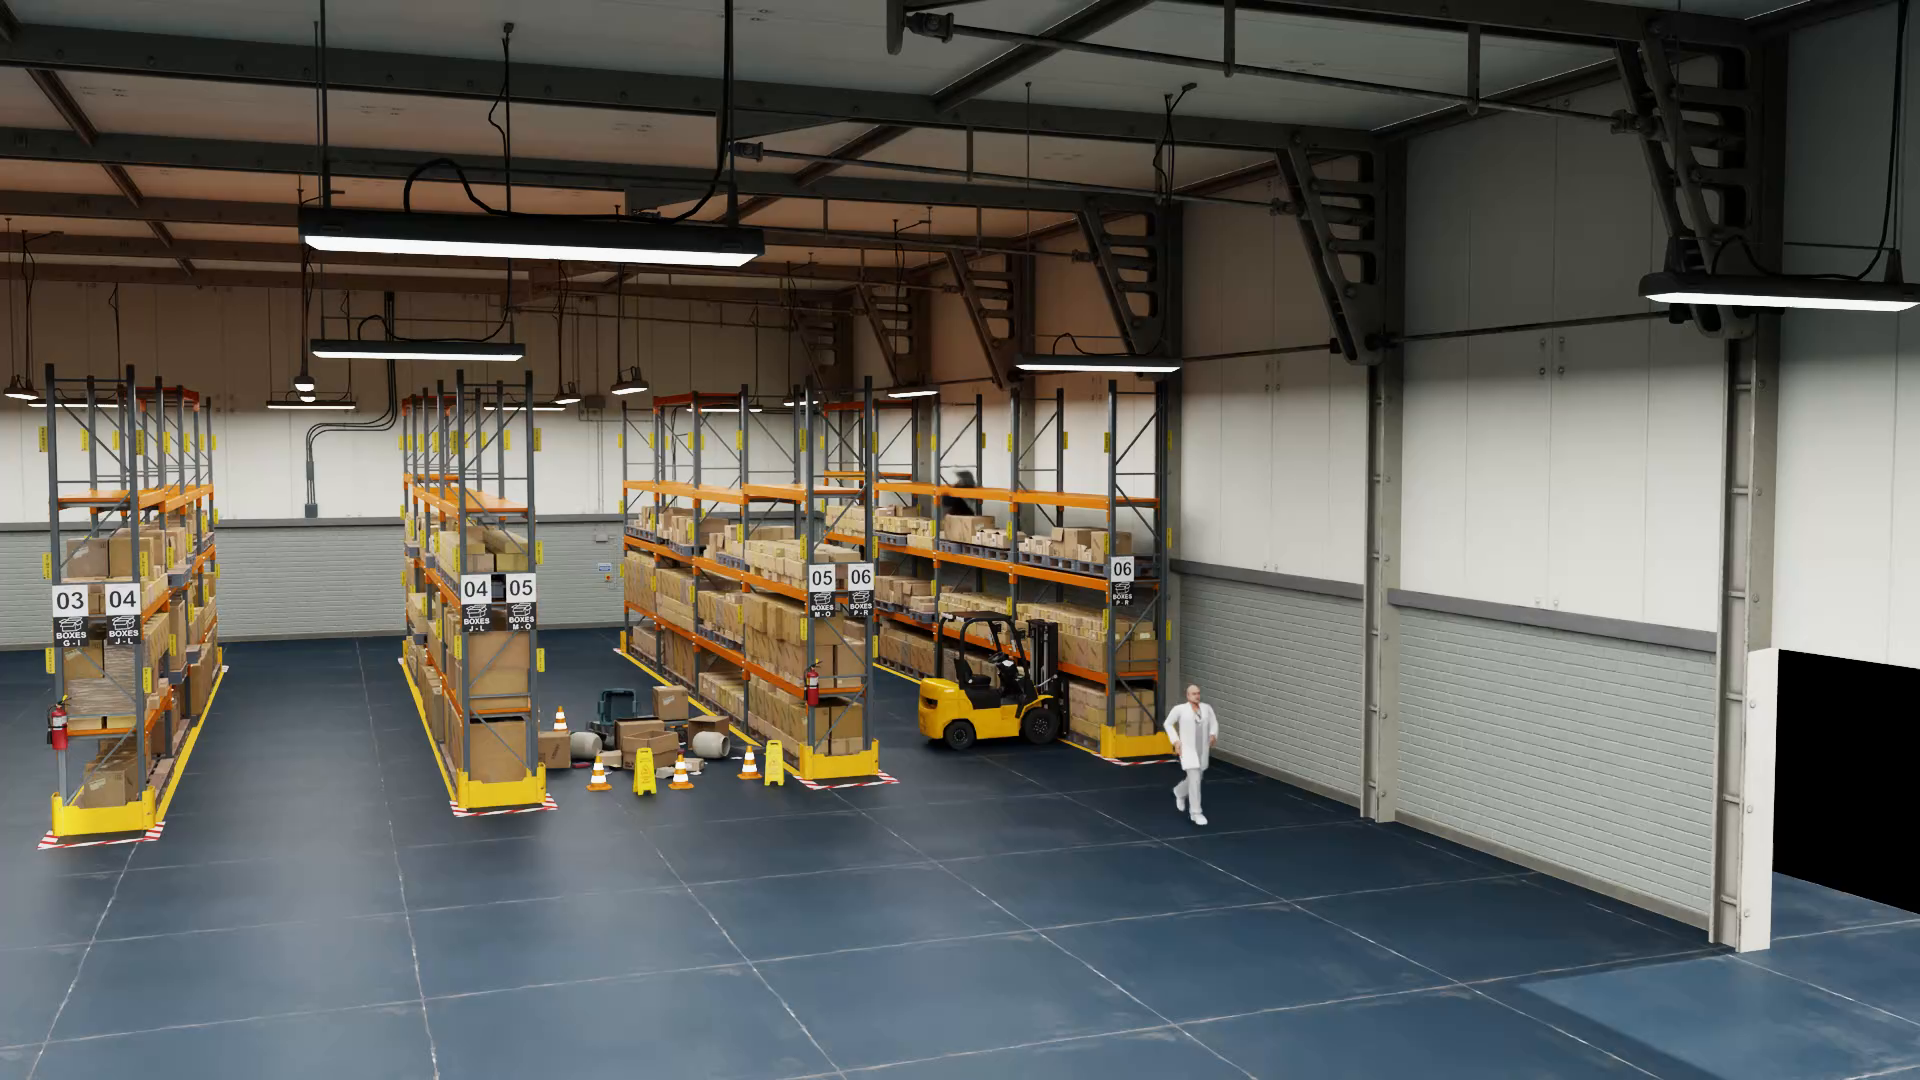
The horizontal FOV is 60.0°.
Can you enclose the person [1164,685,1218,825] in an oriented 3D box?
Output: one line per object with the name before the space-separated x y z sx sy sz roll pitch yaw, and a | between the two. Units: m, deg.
person | 3.079 2.835 21.992 0.713 1.687 1.002 -1 4 -21
